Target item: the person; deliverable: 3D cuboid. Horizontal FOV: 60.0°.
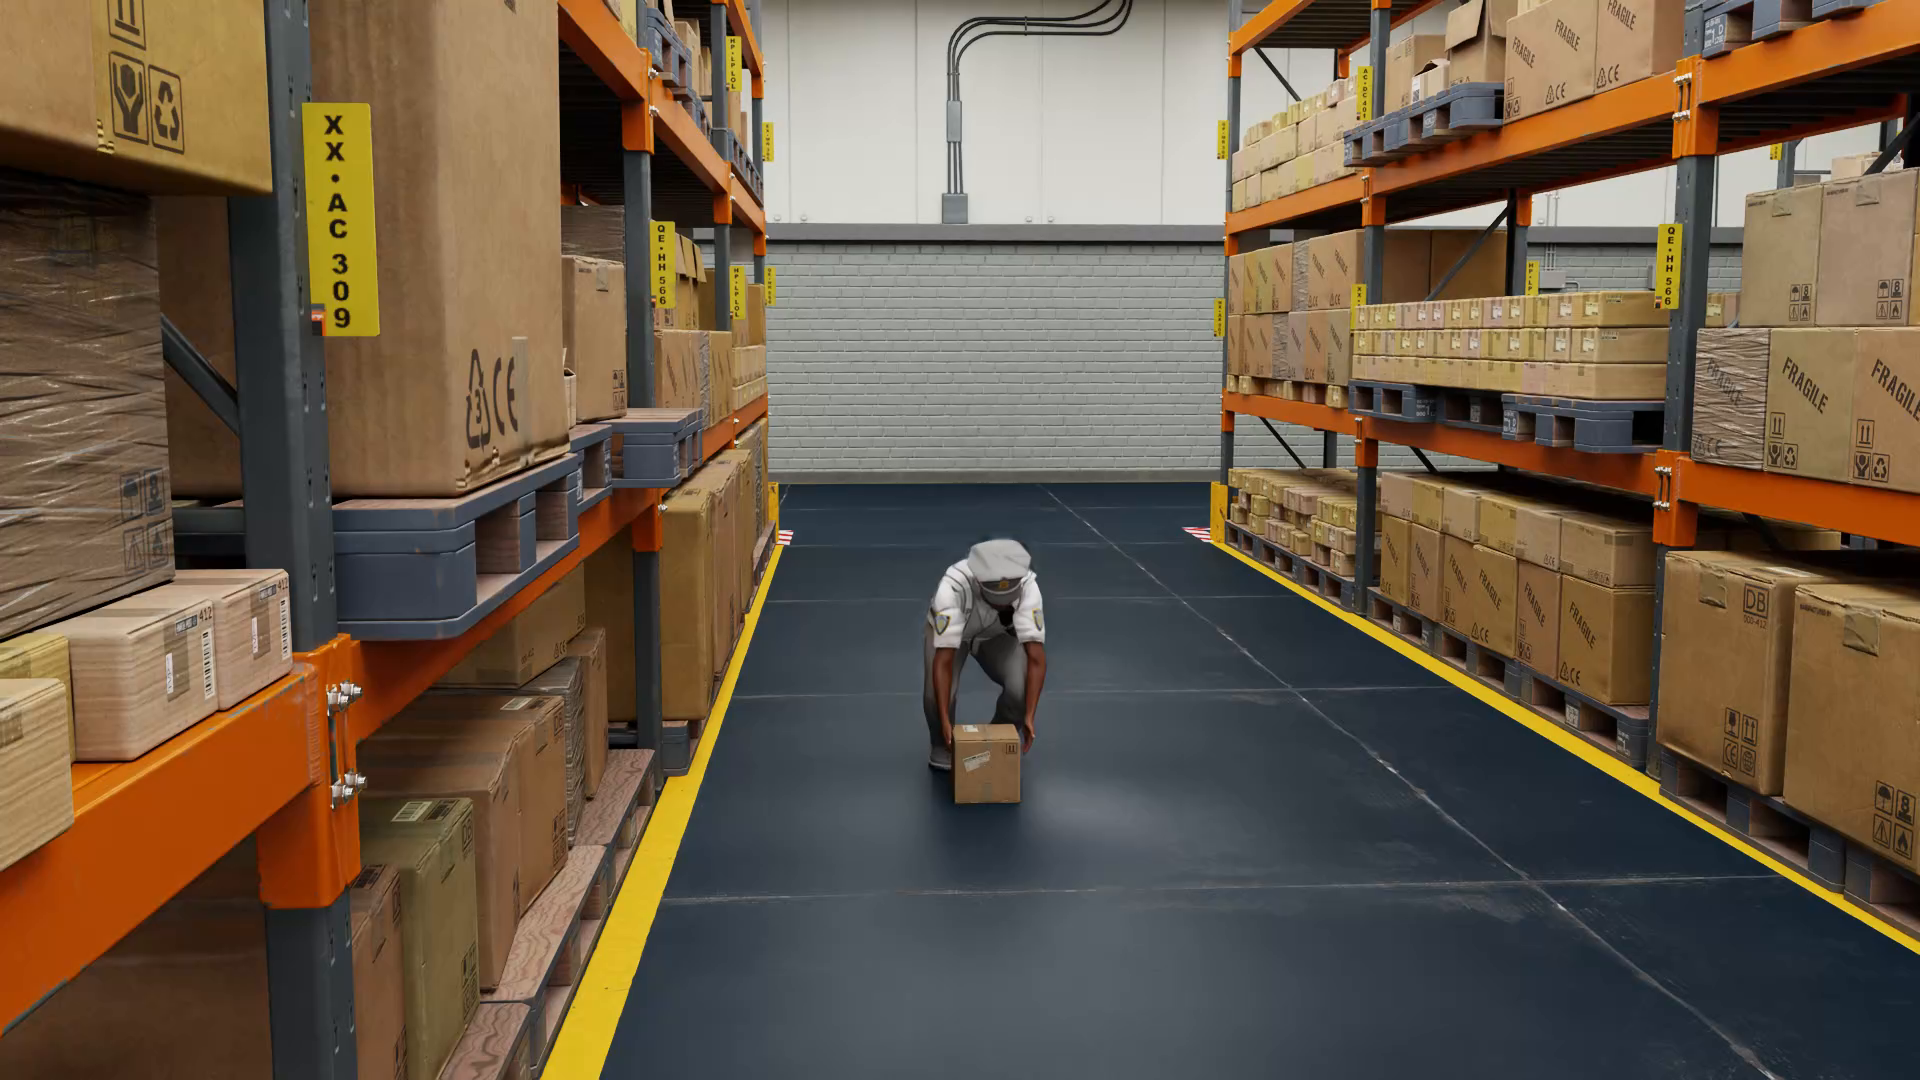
[{"bbox_3d":[0.091,0.462,6.781,0.487,0.988,0.855,0,7,-4],"label":"person"}]
